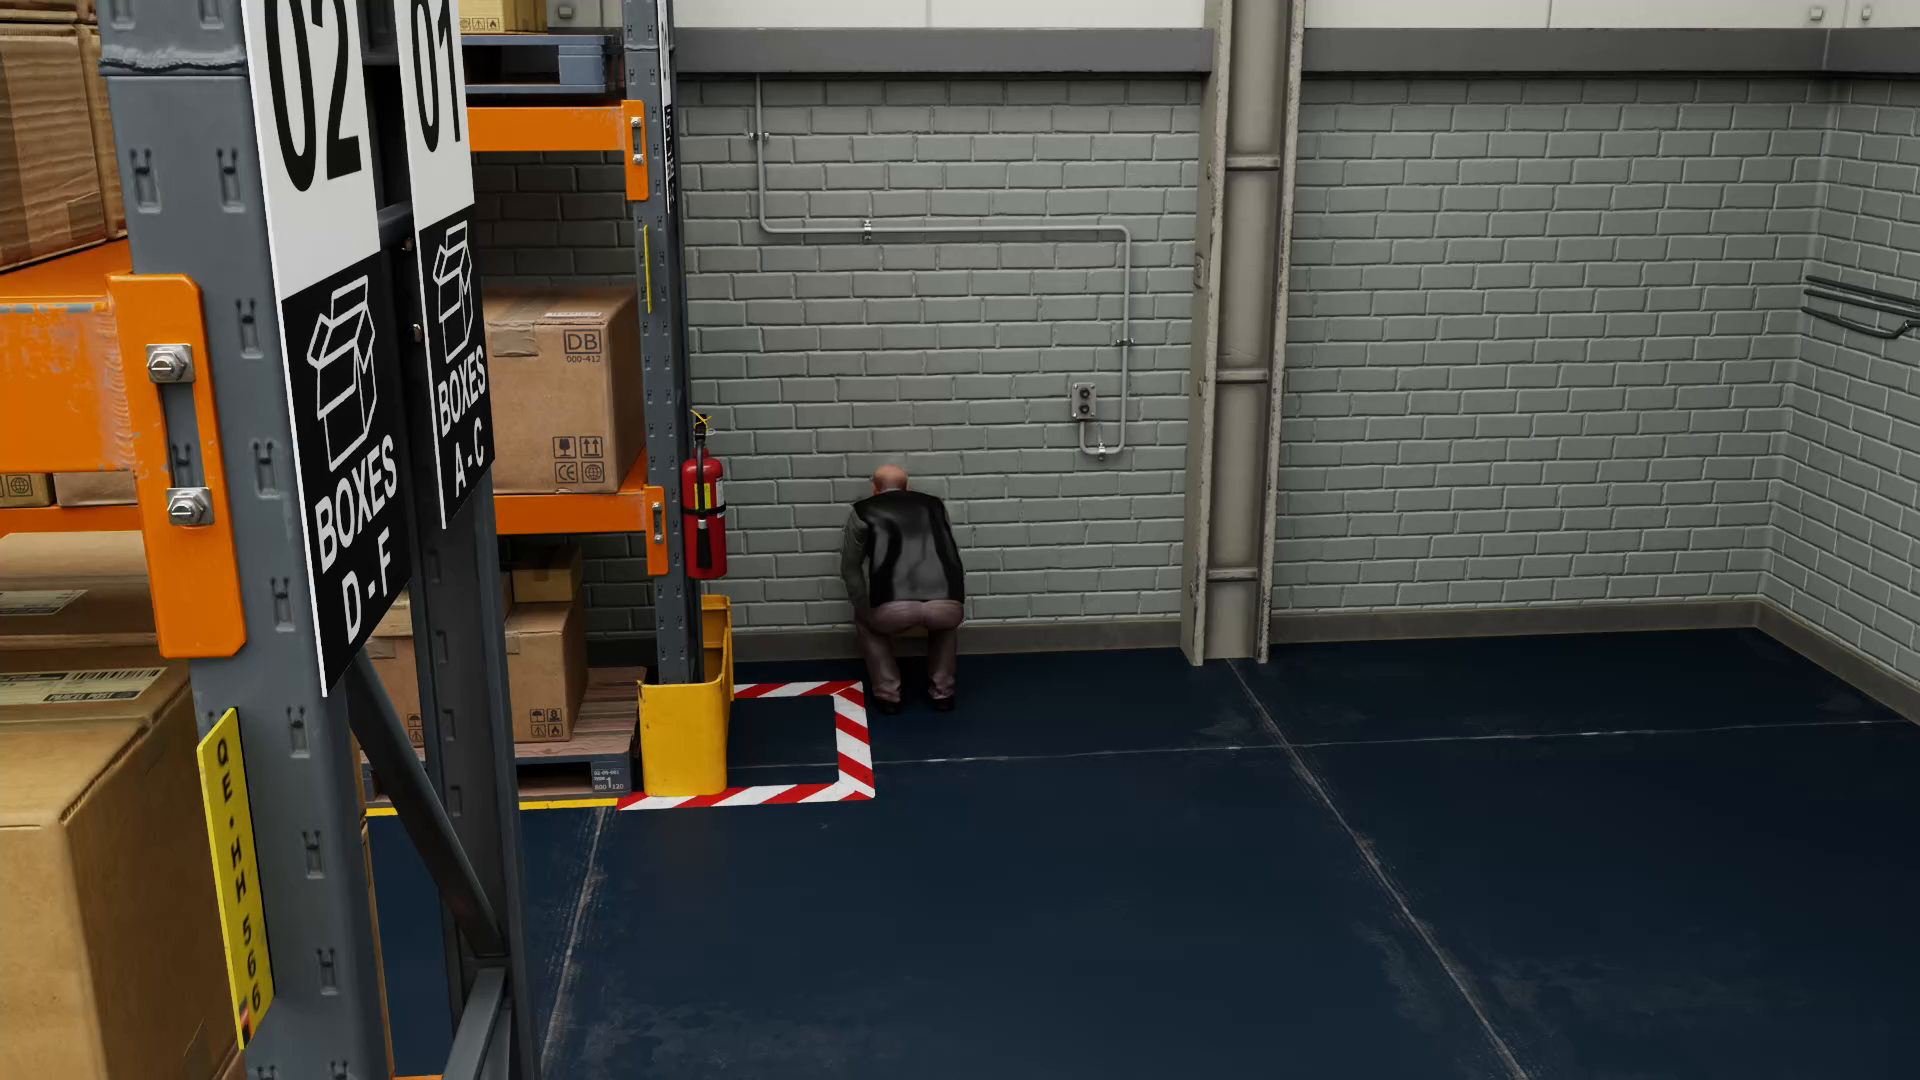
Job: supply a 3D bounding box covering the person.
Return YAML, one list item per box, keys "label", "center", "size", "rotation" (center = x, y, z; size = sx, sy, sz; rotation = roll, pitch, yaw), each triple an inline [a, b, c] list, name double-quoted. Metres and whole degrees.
- label: "person"
  center: [-0.274, 0.278, 7.916]
  size: [0.558, 1.003, 0.831]
  rotation: [-2, 17, -8]
